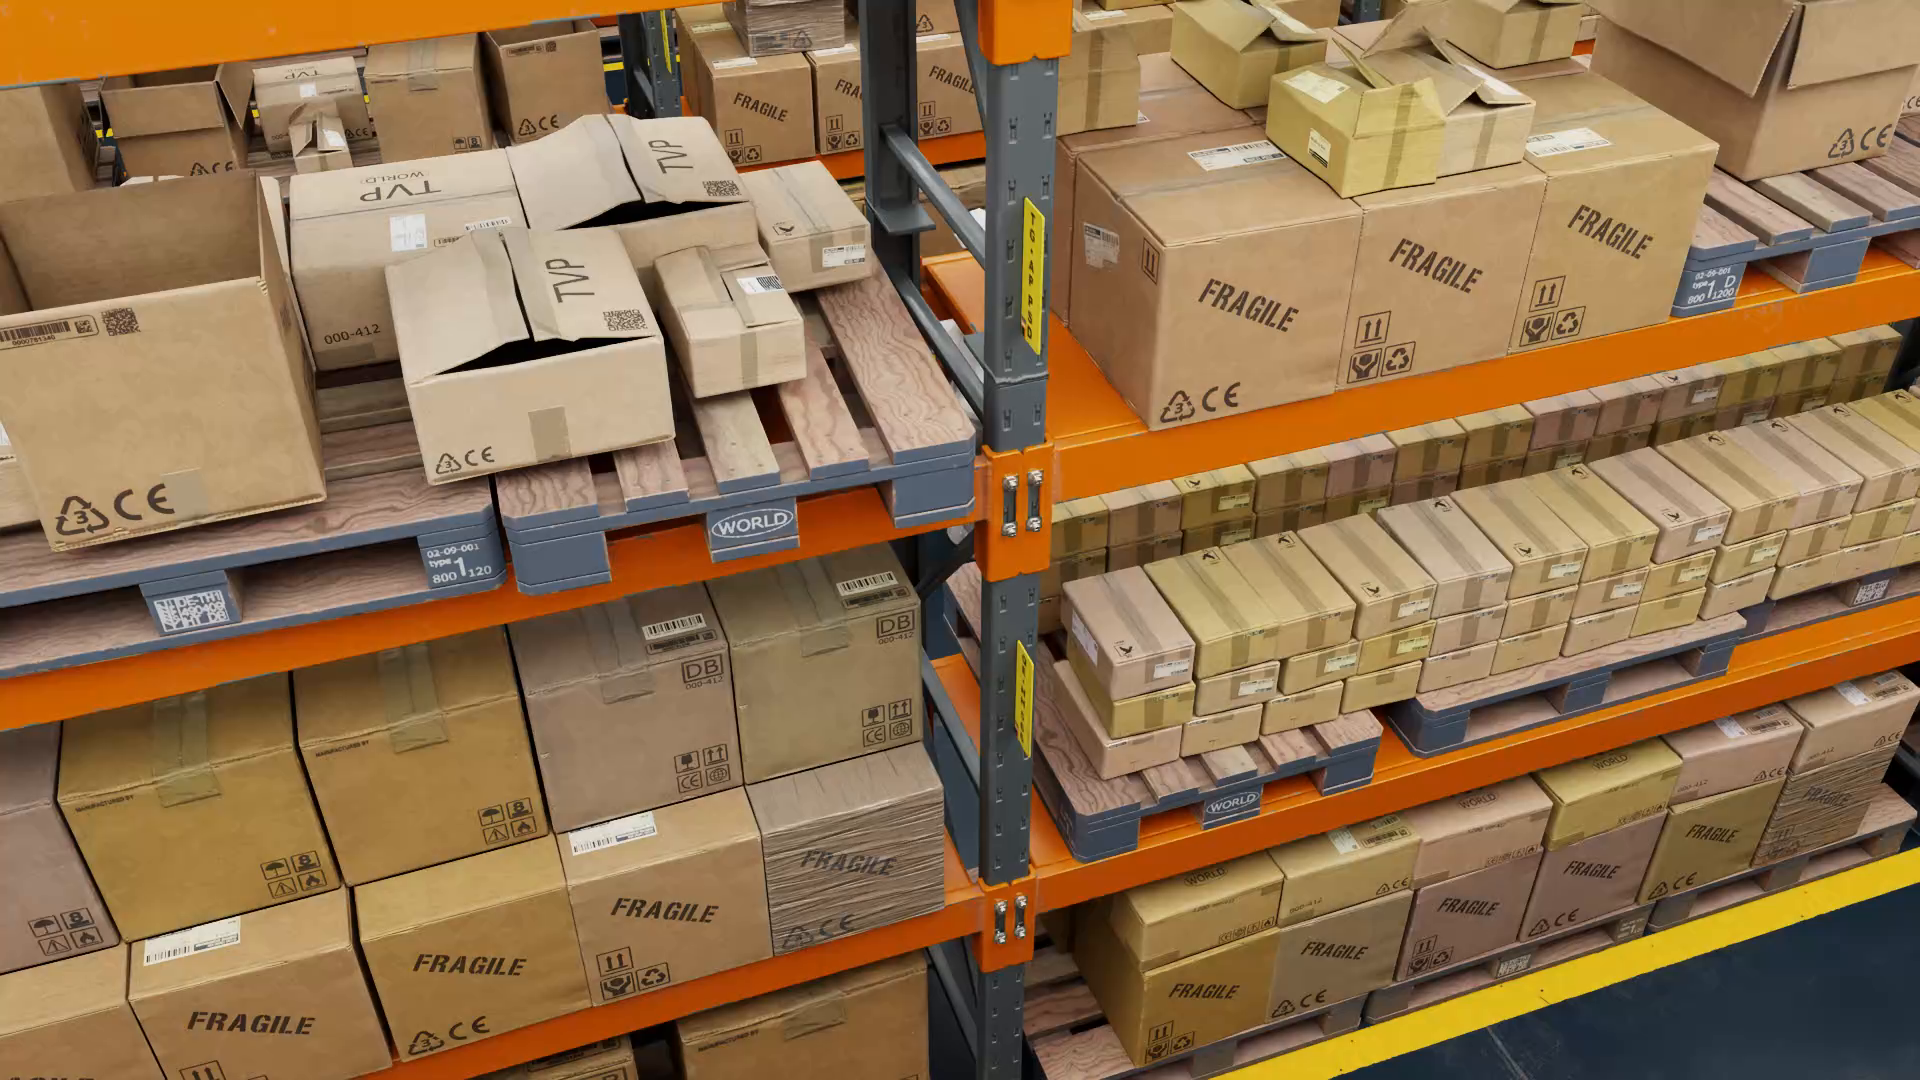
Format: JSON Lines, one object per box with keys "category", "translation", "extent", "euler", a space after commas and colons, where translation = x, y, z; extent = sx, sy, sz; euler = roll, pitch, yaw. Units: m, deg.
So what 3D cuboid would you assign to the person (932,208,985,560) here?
{"category": "person", "translation": [0.144, -0.693, 7.672], "extent": [0.636, 1.761, 0.454], "euler": [-14, 40, -18]}
